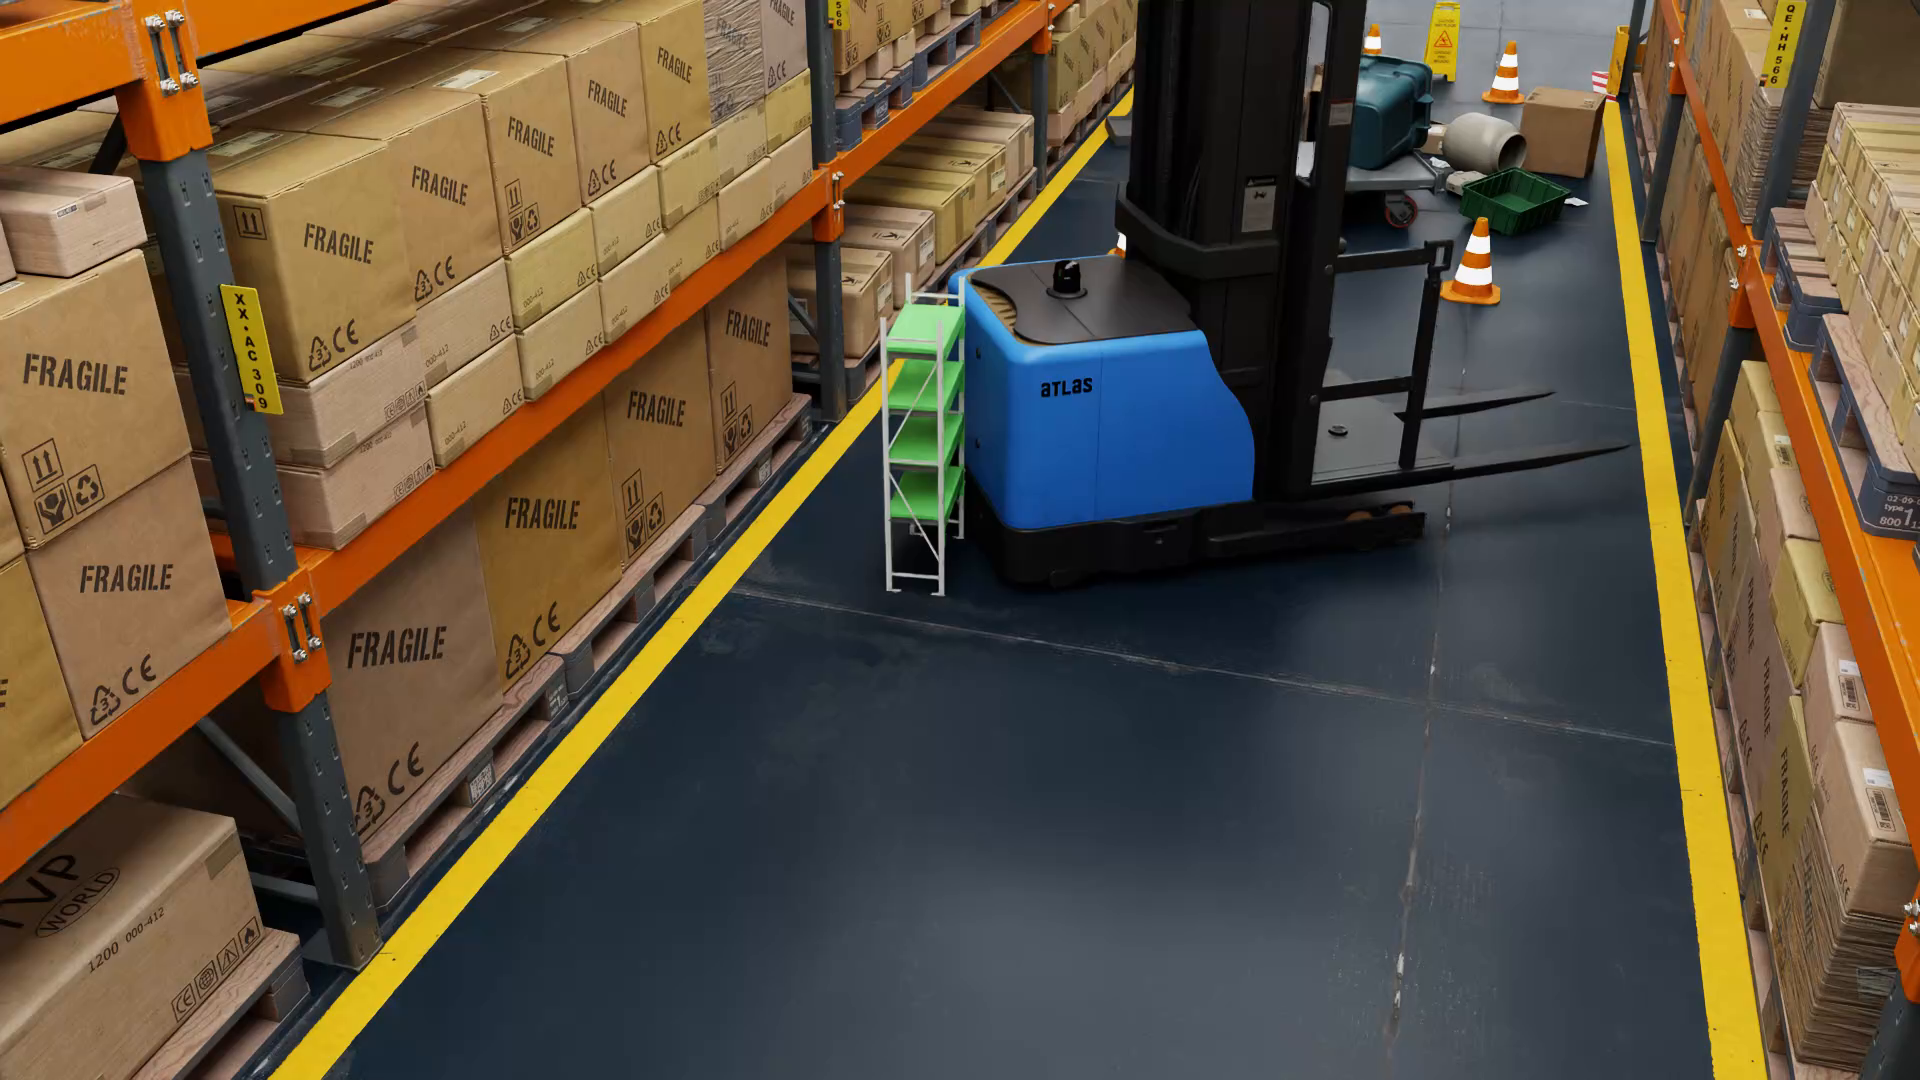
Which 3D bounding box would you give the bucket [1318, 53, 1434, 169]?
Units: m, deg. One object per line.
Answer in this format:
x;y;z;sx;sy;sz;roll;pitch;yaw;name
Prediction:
2.706;-2.807;11.013;0.726;0.611;0.620;20;45;32;bucket

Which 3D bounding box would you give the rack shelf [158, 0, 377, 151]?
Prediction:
-1.653;-2.048;5.500;1.077;0.370;4.000;8;30;15;rack shelf

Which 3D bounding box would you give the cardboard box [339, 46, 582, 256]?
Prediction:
-1.563;-1.239;5.261;0.500;0.500;0.500;8;30;14;cardboard box

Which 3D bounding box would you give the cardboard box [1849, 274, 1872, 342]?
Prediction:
3.061;-0.716;5.279;0.380;0.149;0.250;9;30;17;cardboard box

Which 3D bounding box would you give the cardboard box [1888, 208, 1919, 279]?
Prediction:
2.991;-0.857;4.920;0.380;0.149;0.250;9;30;16;cardboard box

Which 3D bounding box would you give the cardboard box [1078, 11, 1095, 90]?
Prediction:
0.686;-3.636;12.325;0.500;0.500;0.500;10;31;17;cardboard box

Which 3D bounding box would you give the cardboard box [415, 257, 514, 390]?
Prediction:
-1.715;-0.686;5.037;0.500;0.250;0.500;9;30;16;cardboard box

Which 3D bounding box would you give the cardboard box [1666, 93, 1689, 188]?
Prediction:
5.122;-2.718;10.804;0.875;0.875;0.875;9;30;16;cardboard box

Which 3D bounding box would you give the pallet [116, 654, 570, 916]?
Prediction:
-2.085;0.727;5.726;1.003;0.211;1.213;8;30;15;pallet

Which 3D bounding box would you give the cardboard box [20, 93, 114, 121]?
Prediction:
-5.431;-2.426;10.536;0.875;0.625;0.625;9;30;17;cardboard box

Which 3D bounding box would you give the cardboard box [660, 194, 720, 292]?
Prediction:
-1.264;-1.172;6.426;0.500;0.250;0.500;8;30;14;cardboard box

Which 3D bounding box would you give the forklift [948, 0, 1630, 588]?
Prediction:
1.509;-1.475;6.887;3.031;2.935;1.130;-8;30;-14;forklift

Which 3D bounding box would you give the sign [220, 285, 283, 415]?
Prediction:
-1.709;-0.457;4.013;0.100;0.325;0.005;8;30;15;sign

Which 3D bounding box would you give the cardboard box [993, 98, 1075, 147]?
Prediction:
0.540;-3.058;12.057;0.500;0.250;0.500;7;30;13;cardboard box

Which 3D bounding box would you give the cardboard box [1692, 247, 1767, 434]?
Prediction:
3.961;-0.792;7.471;1.050;0.750;0.750;8;30;14;cardboard box

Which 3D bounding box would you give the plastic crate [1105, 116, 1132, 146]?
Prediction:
1.353;-3.177;12.878;0.402;0.080;0.583;-1;29;-3;plastic crate

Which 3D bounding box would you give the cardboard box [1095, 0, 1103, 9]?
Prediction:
0.859;-4.083;12.462;0.380;0.149;0.250;10;31;18;cardboard box

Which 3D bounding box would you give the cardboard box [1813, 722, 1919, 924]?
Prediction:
2.499;0.736;4.209;0.500;0.250;0.500;8;30;14;cardboard box

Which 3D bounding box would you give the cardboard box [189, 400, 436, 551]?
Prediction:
-1.858;-0.223;4.720;0.500;0.250;0.500;8;30;14;cardboard box

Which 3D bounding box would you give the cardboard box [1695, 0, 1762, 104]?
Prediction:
4.162;-2.552;8.648;0.500;0.500;0.500;8;30;15;cardboard box

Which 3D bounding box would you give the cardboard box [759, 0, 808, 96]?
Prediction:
-0.967;-2.184;6.959;0.500;0.500;0.500;8;30;14;cardboard box

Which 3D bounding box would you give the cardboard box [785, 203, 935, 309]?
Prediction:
-0.681;-1.621;9.350;0.950;0.372;0.625;8;30;14;cardboard box

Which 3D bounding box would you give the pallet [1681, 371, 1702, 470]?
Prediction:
4.000;-0.459;7.857;1.003;0.211;1.213;8;30;15;pallet

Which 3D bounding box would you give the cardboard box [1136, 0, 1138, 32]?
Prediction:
1.297;-4.599;14.057;0.500;0.500;0.500;9;30;15;cardboard box

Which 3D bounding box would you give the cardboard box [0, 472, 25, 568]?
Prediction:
-2.271;-0.109;3.230;0.500;0.500;0.500;8;30;14;cardboard box

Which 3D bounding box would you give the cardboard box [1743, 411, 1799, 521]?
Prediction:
3.114;-0.219;5.926;0.500;0.250;0.500;8;30;14;cardboard box

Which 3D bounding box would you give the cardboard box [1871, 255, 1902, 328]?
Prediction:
2.986;-0.731;4.998;0.380;0.149;0.250;8;30;14;cardboard box

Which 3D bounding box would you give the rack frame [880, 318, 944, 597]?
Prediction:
-0.183;-0.305;6.564;0.240;1.200;0.015;5;29;8;rack frame

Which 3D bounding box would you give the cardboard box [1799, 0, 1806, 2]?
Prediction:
3.985;-2.245;7.068;0.700;0.500;0.500;8;30;14;cardboard box

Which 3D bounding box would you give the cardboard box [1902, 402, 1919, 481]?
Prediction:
2.750;-0.232;4.408;0.380;0.149;0.250;7;30;13;cardboard box

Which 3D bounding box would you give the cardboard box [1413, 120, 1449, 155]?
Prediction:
3.614;-3.047;12.455;0.396;0.266;0.258;14;32;23;cardboard box

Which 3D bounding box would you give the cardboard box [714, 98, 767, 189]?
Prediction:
-1.112;-1.634;6.741;0.500;0.250;0.500;8;30;14;cardboard box

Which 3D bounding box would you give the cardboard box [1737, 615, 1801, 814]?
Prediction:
2.804;0.590;5.243;0.500;0.500;0.500;8;30;14;cardboard box

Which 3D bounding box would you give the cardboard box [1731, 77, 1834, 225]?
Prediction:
3.572;-1.613;6.961;0.500;0.500;0.500;8;30;15;cardboard box

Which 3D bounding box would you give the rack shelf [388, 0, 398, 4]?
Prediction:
-5.225;-3.303;10.841;1.077;0.370;4.000;8;30;15;rack shelf

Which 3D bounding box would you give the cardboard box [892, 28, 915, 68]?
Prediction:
-0.452;-2.551;8.577;0.380;0.149;0.250;9;30;15;cardboard box

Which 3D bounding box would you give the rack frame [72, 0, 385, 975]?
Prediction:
-2.240;-0.122;4.384;1.000;3.000;0.127;8;30;15;rack frame

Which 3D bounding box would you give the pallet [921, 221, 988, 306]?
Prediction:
-0.475;-1.691;10.072;1.003;0.211;1.213;8;30;15;pallet

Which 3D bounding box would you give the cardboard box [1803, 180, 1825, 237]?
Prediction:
3.372;-1.216;6.177;0.380;0.149;0.250;8;30;14;cardboard box

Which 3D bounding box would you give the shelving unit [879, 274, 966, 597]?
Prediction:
-0.142;-0.422;6.774;0.258;1.200;0.503;5;29;8;shelving unit

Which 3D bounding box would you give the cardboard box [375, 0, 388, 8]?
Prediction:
-4.196;-4.145;12.984;0.500;0.250;0.500;8;30;14;cardboard box

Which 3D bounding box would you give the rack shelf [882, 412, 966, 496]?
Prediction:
-0.142;-0.366;6.805;0.258;0.148;0.480;5;29;8;rack shelf

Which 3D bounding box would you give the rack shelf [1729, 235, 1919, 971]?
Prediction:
3.109;-0.078;5.044;1.077;0.370;4.000;8;30;15;rack shelf

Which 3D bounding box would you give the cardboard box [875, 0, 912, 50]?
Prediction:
-0.566;-2.758;8.281;0.500;0.500;0.500;10;31;17;cardboard box

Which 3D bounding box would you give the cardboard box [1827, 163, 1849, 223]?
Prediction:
3.285;-1.203;5.848;0.380;0.149;0.250;10;31;17;cardboard box

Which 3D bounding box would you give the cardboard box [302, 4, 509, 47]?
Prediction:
-1.898;-1.563;5.843;0.500;0.500;0.500;9;30;16;cardboard box

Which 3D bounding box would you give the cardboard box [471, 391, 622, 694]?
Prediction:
-1.876;-0.098;6.094;0.875;0.875;0.875;9;30;16;cardboard box

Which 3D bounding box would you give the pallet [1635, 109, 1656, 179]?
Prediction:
5.525;-2.873;12.197;1.003;0.211;1.213;8;30;15;pallet

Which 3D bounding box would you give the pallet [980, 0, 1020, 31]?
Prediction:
-0.255;-3.422;10.513;1.003;0.211;1.213;8;30;15;pallet

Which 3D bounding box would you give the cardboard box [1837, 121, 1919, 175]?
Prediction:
3.299;-1.343;5.793;0.380;0.149;0.250;8;30;14;cardboard box

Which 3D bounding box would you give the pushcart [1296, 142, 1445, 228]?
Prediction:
2.303;-2.392;11.162;1.648;0.377;0.936;-1;29;-3;pushcart

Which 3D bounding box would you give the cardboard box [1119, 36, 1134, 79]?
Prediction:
1.143;-4.027;13.800;0.500;0.250;0.500;9;30;15;cardboard box

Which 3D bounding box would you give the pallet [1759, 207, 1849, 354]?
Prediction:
3.589;-0.891;5.964;1.213;0.211;1.003;8;30;15;pallet

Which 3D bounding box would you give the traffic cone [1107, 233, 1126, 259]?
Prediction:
1.083;-1.955;10.289;0.336;0.463;0.334;8;30;15;traffic cone
